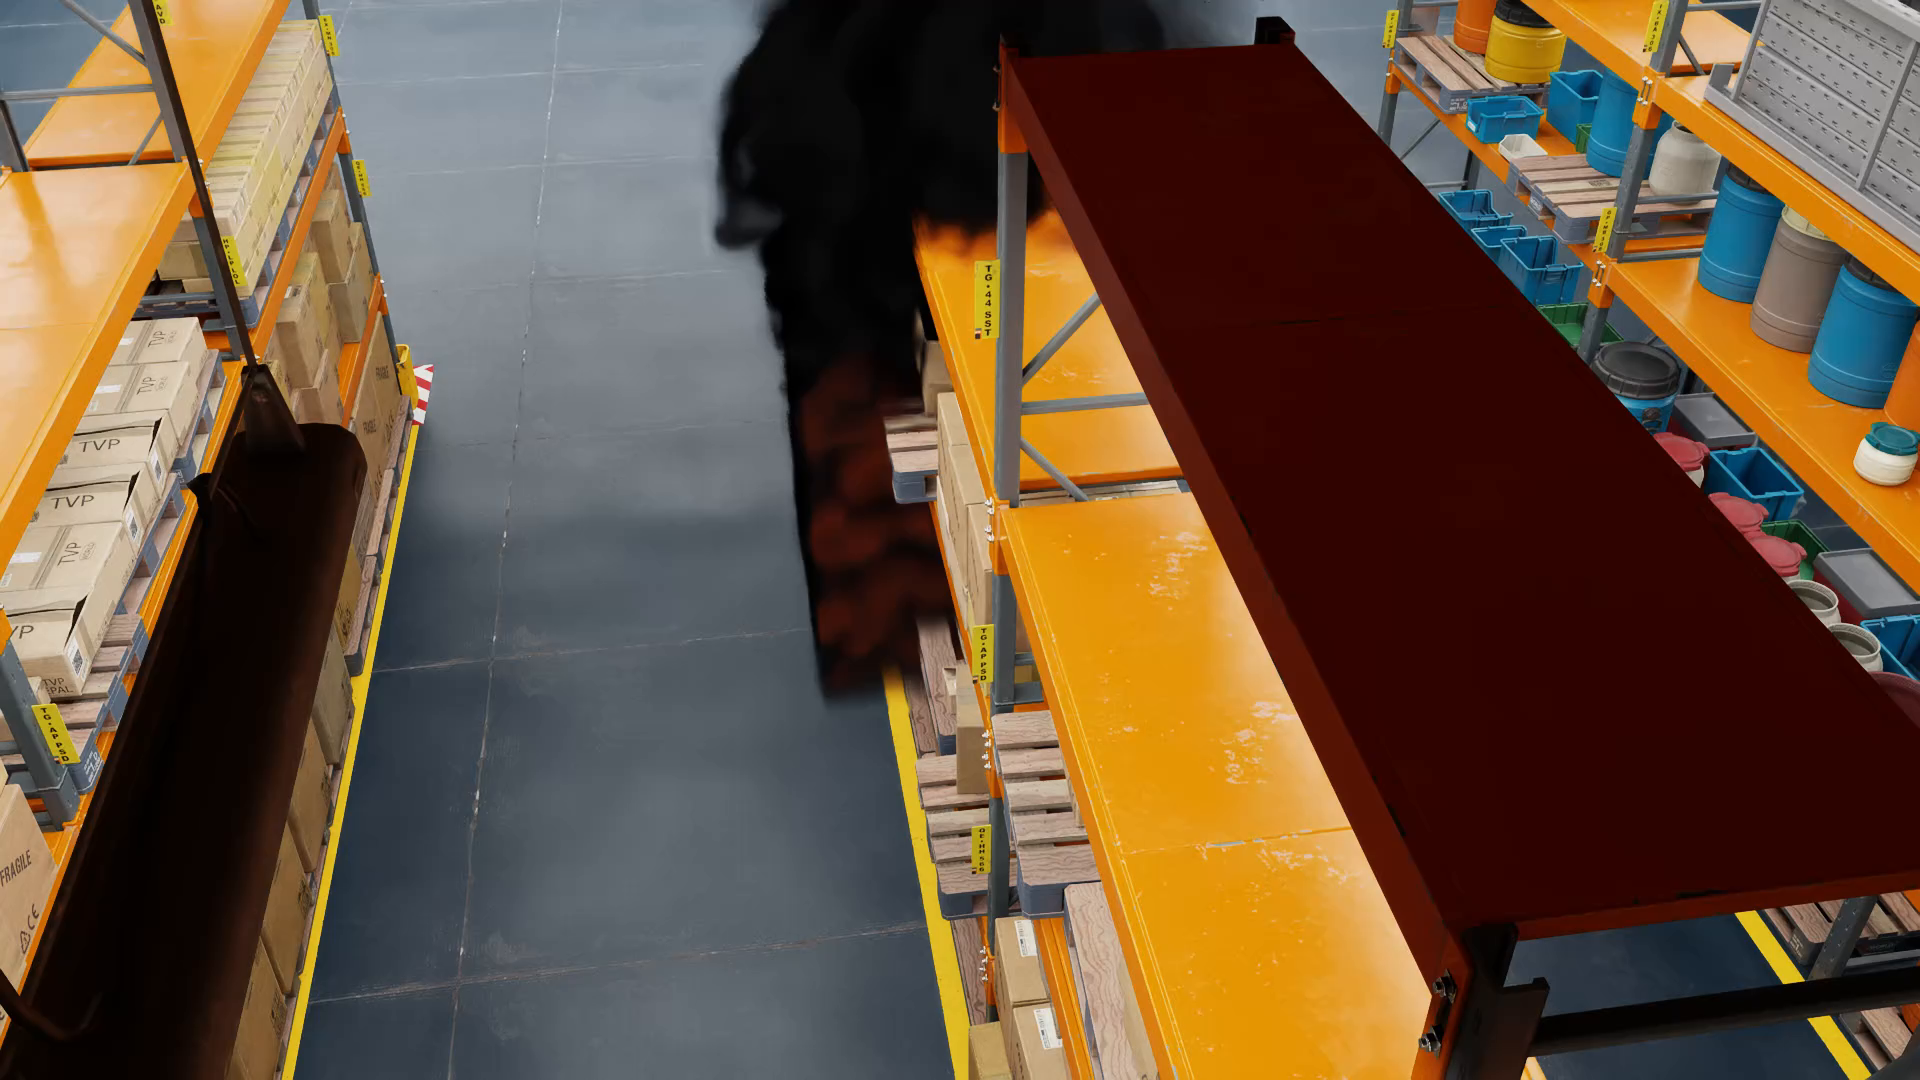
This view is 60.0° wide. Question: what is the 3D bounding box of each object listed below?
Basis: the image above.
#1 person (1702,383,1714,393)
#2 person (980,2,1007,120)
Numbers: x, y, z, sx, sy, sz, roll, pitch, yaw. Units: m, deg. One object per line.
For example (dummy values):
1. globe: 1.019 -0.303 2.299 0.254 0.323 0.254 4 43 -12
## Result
1. person: 6.159 -1.376 13.437 0.614 1.659 0.525 -6 37 -8
2. person: 0.450 -5.484 19.515 0.599 1.684 0.670 8 37 10
